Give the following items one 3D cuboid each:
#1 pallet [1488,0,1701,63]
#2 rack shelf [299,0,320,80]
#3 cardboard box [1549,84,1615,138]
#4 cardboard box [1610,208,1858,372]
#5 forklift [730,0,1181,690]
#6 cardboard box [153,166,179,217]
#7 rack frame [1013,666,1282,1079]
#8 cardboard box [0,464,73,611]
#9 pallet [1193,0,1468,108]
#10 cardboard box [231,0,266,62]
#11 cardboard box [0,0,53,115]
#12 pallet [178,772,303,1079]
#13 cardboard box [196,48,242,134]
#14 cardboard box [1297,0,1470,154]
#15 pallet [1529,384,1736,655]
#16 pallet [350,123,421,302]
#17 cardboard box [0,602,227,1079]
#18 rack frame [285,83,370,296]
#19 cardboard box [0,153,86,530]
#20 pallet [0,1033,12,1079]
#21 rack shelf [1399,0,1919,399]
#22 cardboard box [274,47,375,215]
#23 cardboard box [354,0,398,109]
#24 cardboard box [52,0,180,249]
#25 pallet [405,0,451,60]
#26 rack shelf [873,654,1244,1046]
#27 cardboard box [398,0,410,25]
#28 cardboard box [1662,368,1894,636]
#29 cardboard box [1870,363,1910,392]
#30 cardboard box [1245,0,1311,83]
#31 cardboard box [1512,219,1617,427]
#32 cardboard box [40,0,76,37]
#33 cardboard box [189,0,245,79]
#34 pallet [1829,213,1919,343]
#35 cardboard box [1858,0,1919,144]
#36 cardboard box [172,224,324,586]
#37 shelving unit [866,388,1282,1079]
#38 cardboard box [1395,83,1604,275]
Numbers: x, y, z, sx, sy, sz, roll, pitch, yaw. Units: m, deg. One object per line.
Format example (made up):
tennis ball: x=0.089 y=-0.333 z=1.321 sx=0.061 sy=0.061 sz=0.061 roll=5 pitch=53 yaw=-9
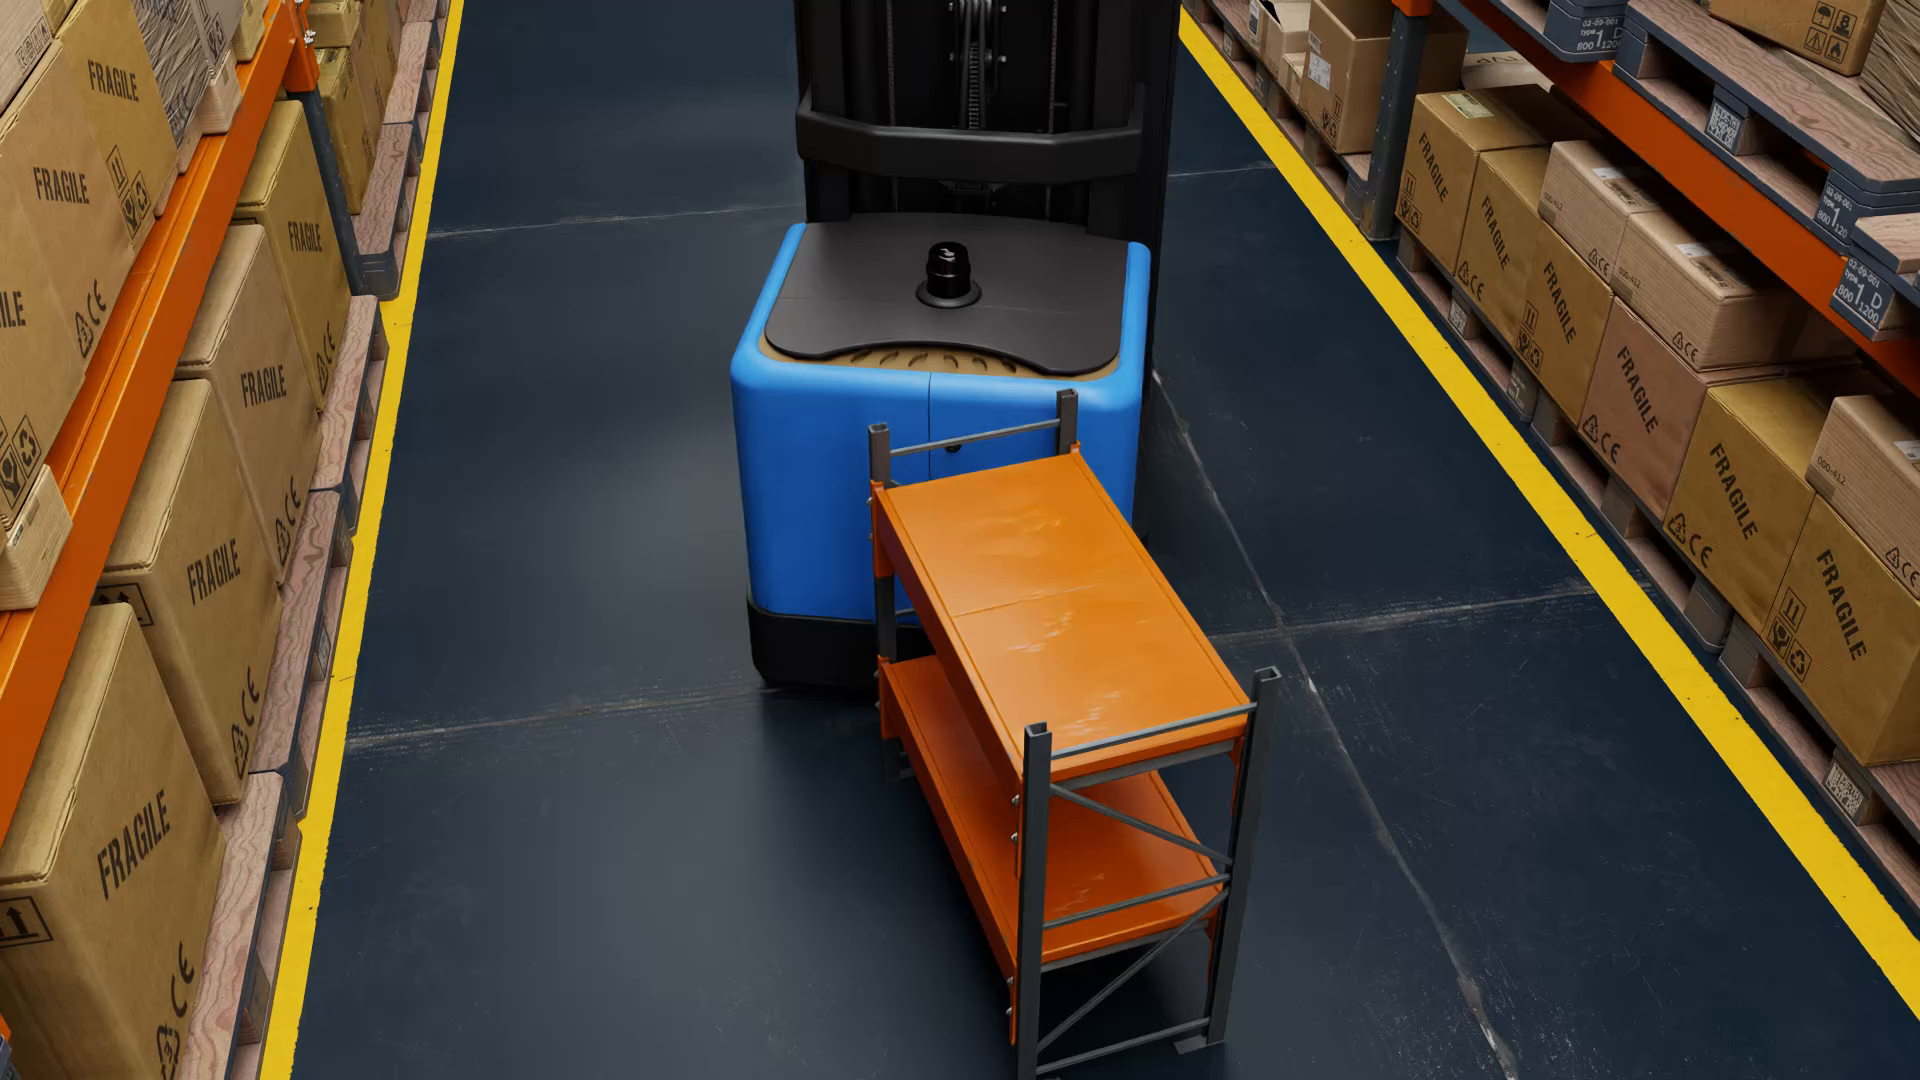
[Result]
pallet: x=2.191 y=-1.919 z=5.431 sx=1.003 sy=0.211 sz=1.213 roll=-6 pitch=38 yaw=-8
rack shelf: x=-3.068 y=-2.878 z=7.096 sx=1.077 sy=0.370 sz=4.000 roll=-6 pitch=38 yaw=-8
cardboard box: x=2.527 y=-1.408 z=6.297 sx=0.500 sy=0.500 sz=0.500 roll=-6 pitch=38 yaw=-8
cardboard box: x=2.268 y=-0.746 z=4.833 sx=0.500 sy=0.250 sz=0.500 roll=-7 pitch=38 yaw=-9
forklift: x=0.105 y=-1.597 z=4.917 sx=1.130 sy=2.935 sz=3.031 roll=4 pitch=38 yaw=5
cardboard box: x=-2.200 y=-0.917 z=4.174 sx=0.380 sy=0.149 sz=0.250 roll=-7 pitch=38 yaw=-9
rack frame: x=0.357 y=0.738 z=3.383 sx=0.500 sy=1.125 sz=0.032 roll=-12 pitch=39 yaw=-15
cardboard box: x=-1.845 y=0.007 z=2.985 sx=0.380 sy=0.149 sz=0.250 roll=-5 pitch=38 yaw=-7
pallet: x=1.822 y=-2.541 z=8.349 sx=1.003 sy=0.211 sz=1.213 roll=-6 pitch=38 yaw=-8
cardboard box: x=-2.312 y=-1.539 z=4.974 sx=0.380 sy=0.149 sz=0.250 roll=-6 pitch=38 yaw=-7
cardboard box: x=-2.028 y=-0.927 z=3.047 sx=0.500 sy=0.250 sz=0.500 roll=-6 pitch=38 yaw=-8
pallet: x=-2.080 y=1.079 z=3.689 sx=1.003 sy=0.211 sz=1.213 roll=-6 pitch=38 yaw=-8
cardboard box: x=-2.207 y=-1.224 z=4.570 sx=0.380 sy=0.149 sz=0.250 roll=-6 pitch=38 yaw=-8
cardboard box: x=1.780 y=-1.989 z=7.044 sx=0.500 sy=0.500 sz=0.500 roll=-6 pitch=38 yaw=-8
pallet: x=2.556 y=-0.162 z=5.287 sx=1.003 sy=0.211 sz=1.213 roll=-6 pitch=38 yaw=-8
pallet: x=-2.774 y=-1.320 z=6.778 sx=1.003 sy=0.211 sz=1.213 roll=-6 pitch=38 yaw=-8
cardboard box: x=-2.016 y=0.687 z=3.331 sx=0.750 sy=0.750 sz=0.750 roll=-7 pitch=38 yaw=-9
rack frame: x=-2.717 y=-1.954 z=5.320 sx=1.000 sy=3.000 sz=0.127 roll=-6 pitch=38 yaw=-8
cardboard box: x=-1.932 y=-0.341 z=2.904 sx=0.500 sy=0.500 sz=0.500 roll=-5 pitch=38 yaw=-6
pallet: x=-1.786 y=0.957 z=1.730 sx=1.213 sy=0.211 sz=1.003 roll=-6 pitch=38 yaw=-8
rack shelf: x=2.509 y=-0.997 z=4.675 sx=1.077 sy=0.370 sz=4.000 roll=-6 pitch=38 yaw=-8
cardboard box: x=-2.748 y=-1.595 z=6.554 sx=0.700 sy=0.500 sz=0.500 roll=-6 pitch=38 yaw=-7
cardboard box: x=-2.920 y=-2.209 z=7.344 sx=0.700 sy=0.500 sz=0.500 roll=-5 pitch=38 yaw=-7
cardboard box: x=-2.117 y=-0.955 z=3.693 sx=0.500 sy=0.500 sz=0.500 roll=-5 pitch=38 yaw=-7
pallet: x=-3.202 y=-2.794 z=8.675 sx=1.003 sy=0.211 sz=1.213 roll=-6 pitch=38 yaw=-8
rack shelf: x=0.195 y=0.635 z=3.914 sx=0.538 sy=0.278 sz=1.000 roll=-12 pitch=39 yaw=-15
cardboard box: x=-3.110 y=-2.834 z=8.149 sx=0.700 sy=0.500 sz=0.500 roll=-6 pitch=38 yaw=-8
cardboard box: x=2.375 y=-0.112 z=4.628 sx=0.500 sy=0.500 sz=0.500 roll=-8 pitch=38 yaw=-10
cardboard box: x=2.881 y=-0.184 z=4.721 sx=0.500 sy=0.500 sz=0.500 roll=-7 pitch=38 yaw=-9
cardboard box: x=1.648 y=-2.368 z=7.686 sx=0.500 sy=0.311 sz=0.500 roll=-6 pitch=38 yaw=-8
cardboard box: x=2.188 y=-0.734 z=5.428 sx=0.500 sy=0.500 sz=0.500 roll=-6 pitch=38 yaw=-7
cardboard box: x=-2.124 y=-1.235 z=3.443 sx=0.500 sy=0.250 sz=0.500 roll=-7 pitch=38 yaw=-9
cardboard box: x=-2.289 y=-1.560 z=4.473 sx=0.500 sy=0.500 sz=0.500 roll=-6 pitch=38 yaw=-8
pallet: x=2.672 y=-0.399 z=3.475 sx=1.213 sy=0.211 sz=1.003 roll=-6 pitch=38 yaw=-8
cardboard box: x=2.666 y=-1.219 z=3.951 sx=0.700 sy=0.500 sz=0.500 roll=0 pitch=38 yaw=1
cardboard box: x=-2.317 y=-0.356 z=4.673 sx=0.750 sy=0.750 sz=0.750 roll=-5 pitch=38 yaw=-7
shelving unit: x=0.195 y=0.442 z=3.764 sx=0.538 sy=1.125 sz=1.048 roll=-12 pitch=39 yaw=-15
cardboard box: x=2.004 y=-1.357 z=6.231 sx=0.500 sy=0.500 sz=0.500 roll=-8 pitch=39 yaw=-10
